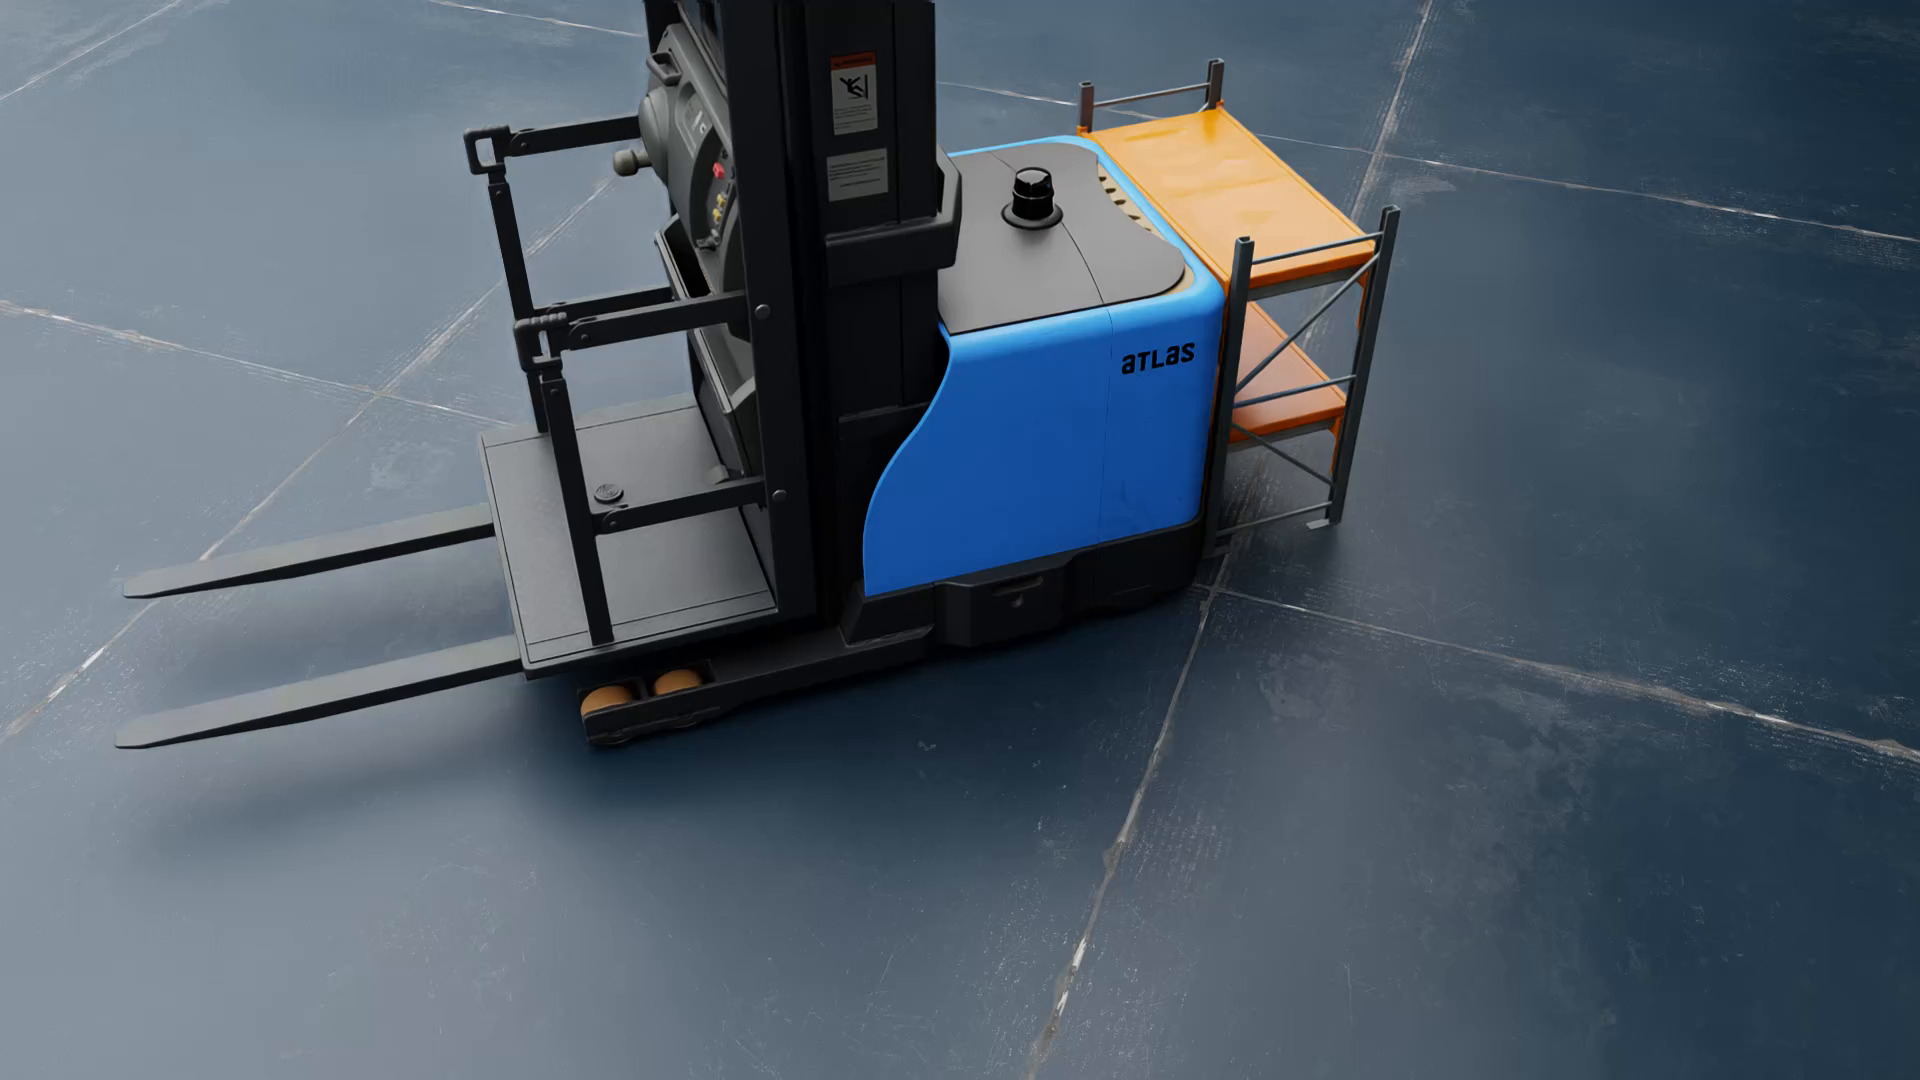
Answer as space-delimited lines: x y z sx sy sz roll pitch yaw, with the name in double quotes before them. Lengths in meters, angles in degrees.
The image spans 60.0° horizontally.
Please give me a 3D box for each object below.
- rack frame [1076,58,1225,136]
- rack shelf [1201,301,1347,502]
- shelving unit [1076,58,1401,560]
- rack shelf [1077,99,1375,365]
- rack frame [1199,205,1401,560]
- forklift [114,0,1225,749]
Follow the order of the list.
"rack frame" 0.606 -1.047 5.611 0.500 1.125 0.032 -14 43 -16
"rack shelf" 0.792 -0.554 5.410 0.538 0.278 1.000 -14 43 -16
"shelving unit" 0.792 -0.740 5.251 0.538 1.125 1.048 -14 43 -16
"rack shelf" 0.792 -0.963 5.061 0.538 0.278 1.000 -14 43 -16
"rack frame" 0.978 -0.433 4.891 0.500 1.125 0.032 -14 43 -16
"forklift" -0.855 -0.937 4.091 3.031 2.935 1.130 -13 42 -14
